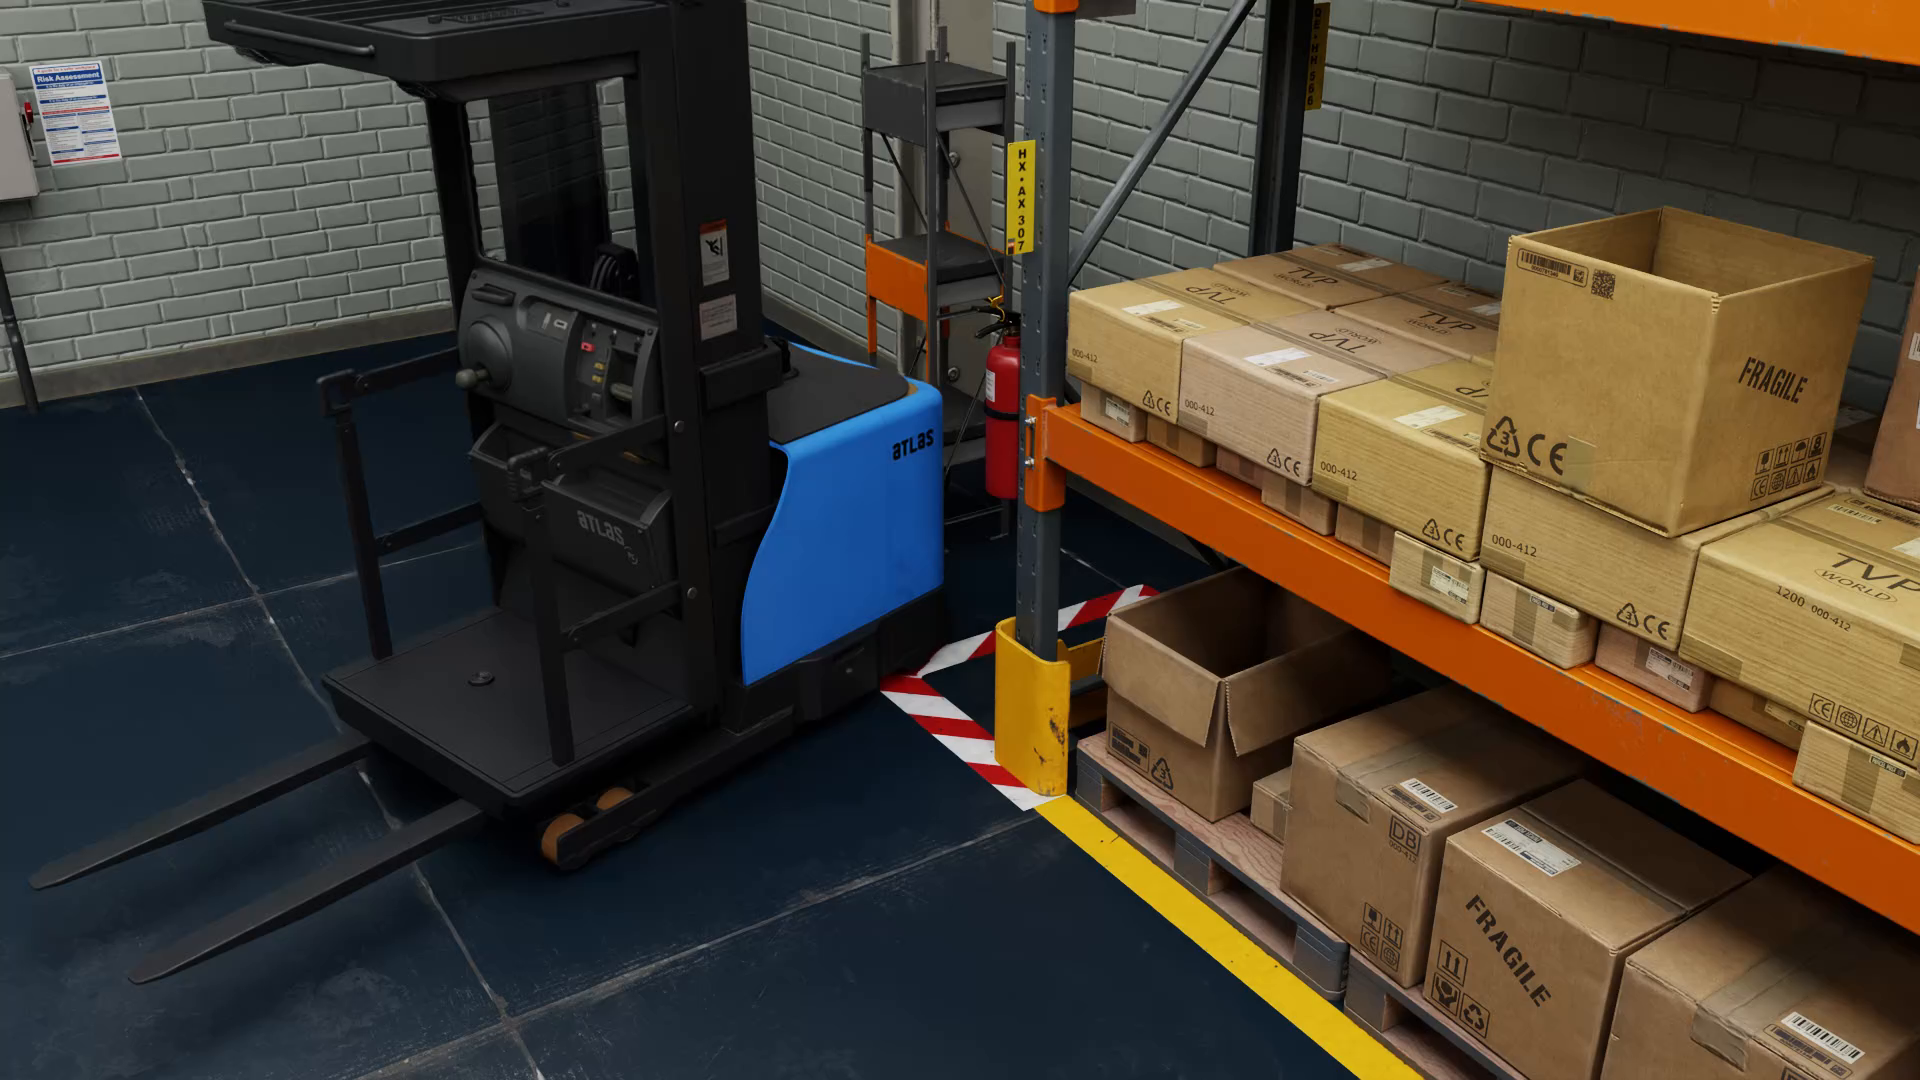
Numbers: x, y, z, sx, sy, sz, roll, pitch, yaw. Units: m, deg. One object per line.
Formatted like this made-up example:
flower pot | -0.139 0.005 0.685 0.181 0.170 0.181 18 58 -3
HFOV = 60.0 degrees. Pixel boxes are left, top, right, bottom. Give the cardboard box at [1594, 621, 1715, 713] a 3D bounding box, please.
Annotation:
cardboard box | 1.605 0.207 3.592 0.380 0.149 0.250 -16 29 -30

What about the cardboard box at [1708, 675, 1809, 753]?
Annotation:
cardboard box | 1.779 0.284 3.428 0.380 0.149 0.250 -15 29 -29

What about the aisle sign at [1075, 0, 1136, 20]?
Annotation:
aisle sign | 0.351 -1.858 4.626 0.394 0.787 0.004 -16 29 -30

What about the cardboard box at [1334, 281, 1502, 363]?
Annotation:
cardboard box | 1.388 -0.505 4.634 0.500 0.250 0.500 -15 29 -29

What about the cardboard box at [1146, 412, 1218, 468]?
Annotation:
cardboard box | 0.761 -0.351 4.774 0.380 0.149 0.250 -15 29 -28

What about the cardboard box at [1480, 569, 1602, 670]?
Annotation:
cardboard box | 1.406 0.131 3.754 0.380 0.149 0.250 -15 29 -28

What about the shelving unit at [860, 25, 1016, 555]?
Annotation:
shelving unit | -0.090 -1.009 6.927 0.431 2.100 0.503 -16 29 -30

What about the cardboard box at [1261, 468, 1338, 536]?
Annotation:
cardboard box | 1.020 -0.160 4.370 0.380 0.149 0.250 -15 29 -28

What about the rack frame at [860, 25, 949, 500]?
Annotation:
rack frame | -0.224 -1.096 7.112 0.400 2.100 0.015 -16 29 -30

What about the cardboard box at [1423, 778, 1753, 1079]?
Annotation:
cardboard box | 1.527 0.982 4.091 0.500 0.500 0.500 -15 29 -29

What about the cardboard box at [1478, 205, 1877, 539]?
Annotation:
cardboard box | 1.475 -0.370 3.470 0.500 0.500 0.500 -15 29 -28

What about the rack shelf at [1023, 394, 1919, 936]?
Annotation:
rack shelf | 1.726 0.315 3.913 1.077 0.370 4.000 -16 29 -30

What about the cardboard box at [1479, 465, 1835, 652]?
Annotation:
cardboard box | 1.508 -0.029 3.625 0.500 0.250 0.500 -16 30 -31

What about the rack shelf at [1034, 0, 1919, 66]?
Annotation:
rack shelf | 1.726 -1.042 3.272 1.077 0.370 4.000 -16 29 -30

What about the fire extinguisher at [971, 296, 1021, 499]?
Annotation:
fire extinguisher | 0.166 -0.467 5.254 0.296 0.674 0.183 -16 29 -30

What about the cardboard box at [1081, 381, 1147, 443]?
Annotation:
cardboard box | 0.584 -0.431 4.944 0.380 0.149 0.250 -16 30 -30

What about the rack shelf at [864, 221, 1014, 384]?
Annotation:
rack shelf | -0.090 -0.996 6.933 0.431 0.518 0.480 -16 29 -30

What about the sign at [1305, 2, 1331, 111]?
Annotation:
sign | 1.110 -1.515 5.219 0.100 0.325 0.005 -16 29 -30

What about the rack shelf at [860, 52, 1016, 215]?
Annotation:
rack shelf | -0.090 -1.629 6.634 0.431 0.518 0.480 -16 29 -30

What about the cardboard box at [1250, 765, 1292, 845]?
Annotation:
cardboard box | 1.088 0.775 4.942 0.380 0.149 0.250 -17 30 -32

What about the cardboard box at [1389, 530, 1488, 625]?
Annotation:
cardboard box | 1.245 0.041 3.943 0.380 0.149 0.250 -16 30 -31

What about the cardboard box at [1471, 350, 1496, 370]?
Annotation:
cardboard box | 1.654 -0.327 4.257 0.500 0.250 0.500 -15 29 -28

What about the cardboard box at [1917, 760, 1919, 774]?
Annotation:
cardboard box | 2.049 0.337 2.850 0.500 0.250 0.500 -15 29 -29

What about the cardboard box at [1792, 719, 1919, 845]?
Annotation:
cardboard box | 1.826 0.403 3.178 0.380 0.149 0.250 -16 30 -30

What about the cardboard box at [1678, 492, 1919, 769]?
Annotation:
cardboard box | 1.788 0.155 3.234 0.500 0.250 0.500 -16 30 -30

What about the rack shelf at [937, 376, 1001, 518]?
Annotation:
rack shelf | -0.090 -0.363 7.232 0.431 0.518 0.480 -16 29 -30

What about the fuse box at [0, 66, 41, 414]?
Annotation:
fuse box | -4.781 -1.434 8.284 0.539 1.711 0.414 -16 29 -30

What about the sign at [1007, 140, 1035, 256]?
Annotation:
sign | 0.179 -0.991 4.822 0.100 0.325 0.005 -16 29 -30

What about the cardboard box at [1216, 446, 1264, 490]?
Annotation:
cardboard box | 0.934 -0.265 4.592 0.380 0.149 0.250 -16 30 -30

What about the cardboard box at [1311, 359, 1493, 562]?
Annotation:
cardboard box | 1.211 -0.207 4.002 0.500 0.250 0.500 -16 30 -31

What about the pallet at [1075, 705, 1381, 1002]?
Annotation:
pallet | 1.111 0.847 5.209 1.003 0.211 1.213 -16 29 -30

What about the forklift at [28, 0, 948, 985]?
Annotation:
forklift | -1.389 -0.557 4.997 1.130 2.935 3.031 20 32 36

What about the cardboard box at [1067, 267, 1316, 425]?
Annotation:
cardboard box | 0.656 -0.568 4.766 0.500 0.250 0.500 -15 29 -29

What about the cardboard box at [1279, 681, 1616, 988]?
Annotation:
cardboard box | 1.323 0.770 4.541 0.700 0.500 0.500 -14 29 -27

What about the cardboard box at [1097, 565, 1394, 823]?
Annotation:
cardboard box | 0.888 0.454 5.208 0.797 0.503 0.637 -17 30 -32

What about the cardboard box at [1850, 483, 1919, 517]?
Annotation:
cardboard box | 2.214 0.035 3.489 0.500 0.250 0.500 -15 29 -28

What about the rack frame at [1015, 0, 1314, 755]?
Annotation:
rack frame | 0.634 -0.726 5.274 1.000 3.000 0.127 -16 29 -30

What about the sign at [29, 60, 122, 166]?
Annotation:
sign | -4.480 -2.163 8.429 0.329 0.494 0.001 -16 29 -30

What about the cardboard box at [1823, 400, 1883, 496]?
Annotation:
cardboard box | 1.940 -0.140 3.860 0.500 0.250 0.500 -16 29 -30

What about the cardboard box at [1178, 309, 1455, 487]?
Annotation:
cardboard box | 0.931 -0.387 4.384 0.500 0.250 0.500 -15 29 -29

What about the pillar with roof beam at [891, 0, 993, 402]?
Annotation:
pillar with roof beam | -3.690 -3.610 4.356 9.100 9.000 0.400 -16 29 -30

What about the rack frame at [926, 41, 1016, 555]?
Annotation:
rack frame | 0.043 -0.921 6.742 0.400 2.100 0.015 -16 29 -30

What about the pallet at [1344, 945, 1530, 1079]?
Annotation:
pallet | 1.773 1.283 4.285 1.003 0.211 1.213 -16 29 -30

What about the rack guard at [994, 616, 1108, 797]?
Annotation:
rack guard | 0.675 0.431 5.750 1.175 0.500 0.348 -16 29 -30

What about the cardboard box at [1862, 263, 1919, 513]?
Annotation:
cardboard box | 2.228 -0.296 3.312 0.500 0.500 0.500 -16 30 -31

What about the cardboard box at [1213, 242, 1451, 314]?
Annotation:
cardboard box | 1.107 -0.690 5.025 0.500 0.250 0.500 -15 29 -28

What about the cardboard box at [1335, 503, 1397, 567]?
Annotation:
cardboard box | 1.170 -0.067 4.172 0.380 0.149 0.250 -15 29 -29

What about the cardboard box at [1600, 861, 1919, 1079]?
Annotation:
cardboard box | 1.889 1.141 3.755 0.700 0.500 0.500 -17 30 -31
